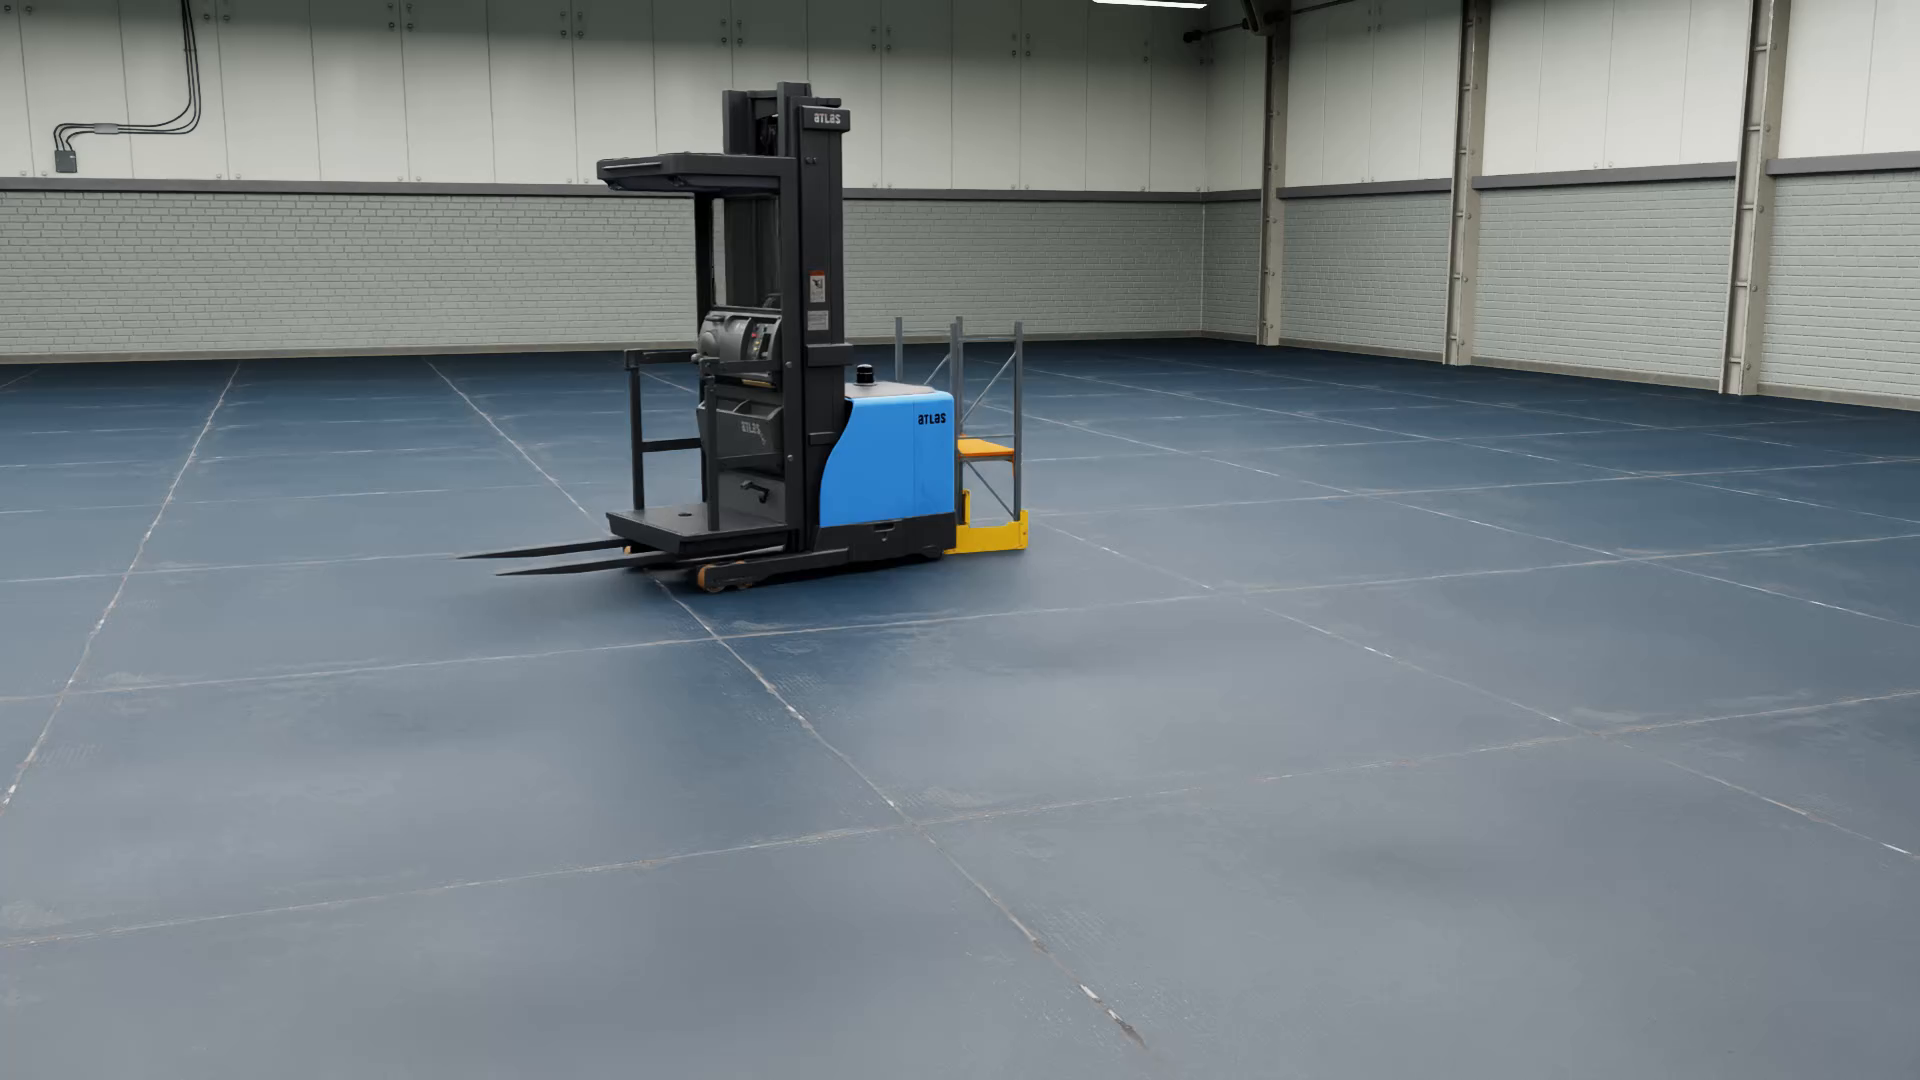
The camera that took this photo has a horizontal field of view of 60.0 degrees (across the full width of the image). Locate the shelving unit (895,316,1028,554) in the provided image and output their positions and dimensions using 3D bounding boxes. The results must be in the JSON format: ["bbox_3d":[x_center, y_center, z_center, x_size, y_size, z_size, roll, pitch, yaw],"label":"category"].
[{"bbox_3d":[-0.020,-0.753,11.368,0.587,1.500,1.083,-4,11,-22],"label":"shelving unit"}]

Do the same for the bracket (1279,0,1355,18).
[{"bbox_3d":[6.982,-9.639,29.635,0.076,0.066,4.783,-4,11,-21],"label":"bracket"}]

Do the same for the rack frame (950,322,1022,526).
[{"bbox_3d":[0.171,-0.672,10.914,0.500,1.500,0.032,-4,11,-22],"label":"rack frame"}]

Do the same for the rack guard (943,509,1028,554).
[{"bbox_3d":[0.170,-0.057,11.025,0.587,0.250,0.087,-4,11,-22],"label":"rack guard"}]

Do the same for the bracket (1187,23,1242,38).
[{"bbox_3d":[5.103,-10.485,34.394,0.076,0.066,3.189,-4,11,-21],"label":"bracket"}]

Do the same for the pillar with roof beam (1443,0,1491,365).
[{"bbox_3d":[4.391,-7.125,25.781,9.100,9.000,0.400,-4,11,-21],"label":"pillar with roof beam"}]

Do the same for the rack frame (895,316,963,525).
[{"bbox_3d":[-0.217,-0.836,11.839,0.500,1.500,0.032,-4,11,-22],"label":"rack frame"}]

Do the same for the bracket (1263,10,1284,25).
[{"bbox_3d":[6.048,-10.060,32.000,0.235,0.232,0.430,-4,11,-21],"label":"bracket"}]

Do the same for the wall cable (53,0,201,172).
[{"bbox_3d":[-14.111,-9.218,27.834,2.305,6.003,0.169,-4,11,-21],"label":"wall cable"}]

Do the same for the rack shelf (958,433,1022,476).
[{"bbox_3d":[-0.023,-0.577,11.408,0.538,0.185,1.000,-4,11,-22],"label":"rack shelf"}]

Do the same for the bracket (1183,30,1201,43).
[{"bbox_3d":[4.889,-10.582,34.936,0.235,0.232,0.430,-4,11,-21],"label":"bracket"}]

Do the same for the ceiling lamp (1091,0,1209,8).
[{"bbox_3d":[3.006,-10.306,26.996,2.000,3.185,0.800,-4,11,-21],"label":"ceiling lamp"}]

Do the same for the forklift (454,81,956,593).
[{"bbox_3d":[-1.512,-1.240,10.021,3.031,2.935,1.130,-7,12,-36],"label":"forklift"}]

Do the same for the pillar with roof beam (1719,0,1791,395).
[{"bbox_3d":[6.565,-6.146,20.275,9.100,9.000,0.400,-4,11,-21],"label":"pillar with roof beam"}]

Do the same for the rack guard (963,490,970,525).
[{"bbox_3d":[-0.210,-0.218,11.931,0.587,0.250,0.087,-4,11,-22],"label":"rack guard"}]

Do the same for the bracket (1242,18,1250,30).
[{"bbox_3d":[5.748,-10.195,32.761,0.235,0.232,0.430,-4,11,-21],"label":"bracket"}]

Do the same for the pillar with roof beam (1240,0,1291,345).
[{"bbox_3d":[2.216,-8.104,31.286,9.100,9.000,0.548,-4,11,-21],"label":"pillar with roof beam"}]
